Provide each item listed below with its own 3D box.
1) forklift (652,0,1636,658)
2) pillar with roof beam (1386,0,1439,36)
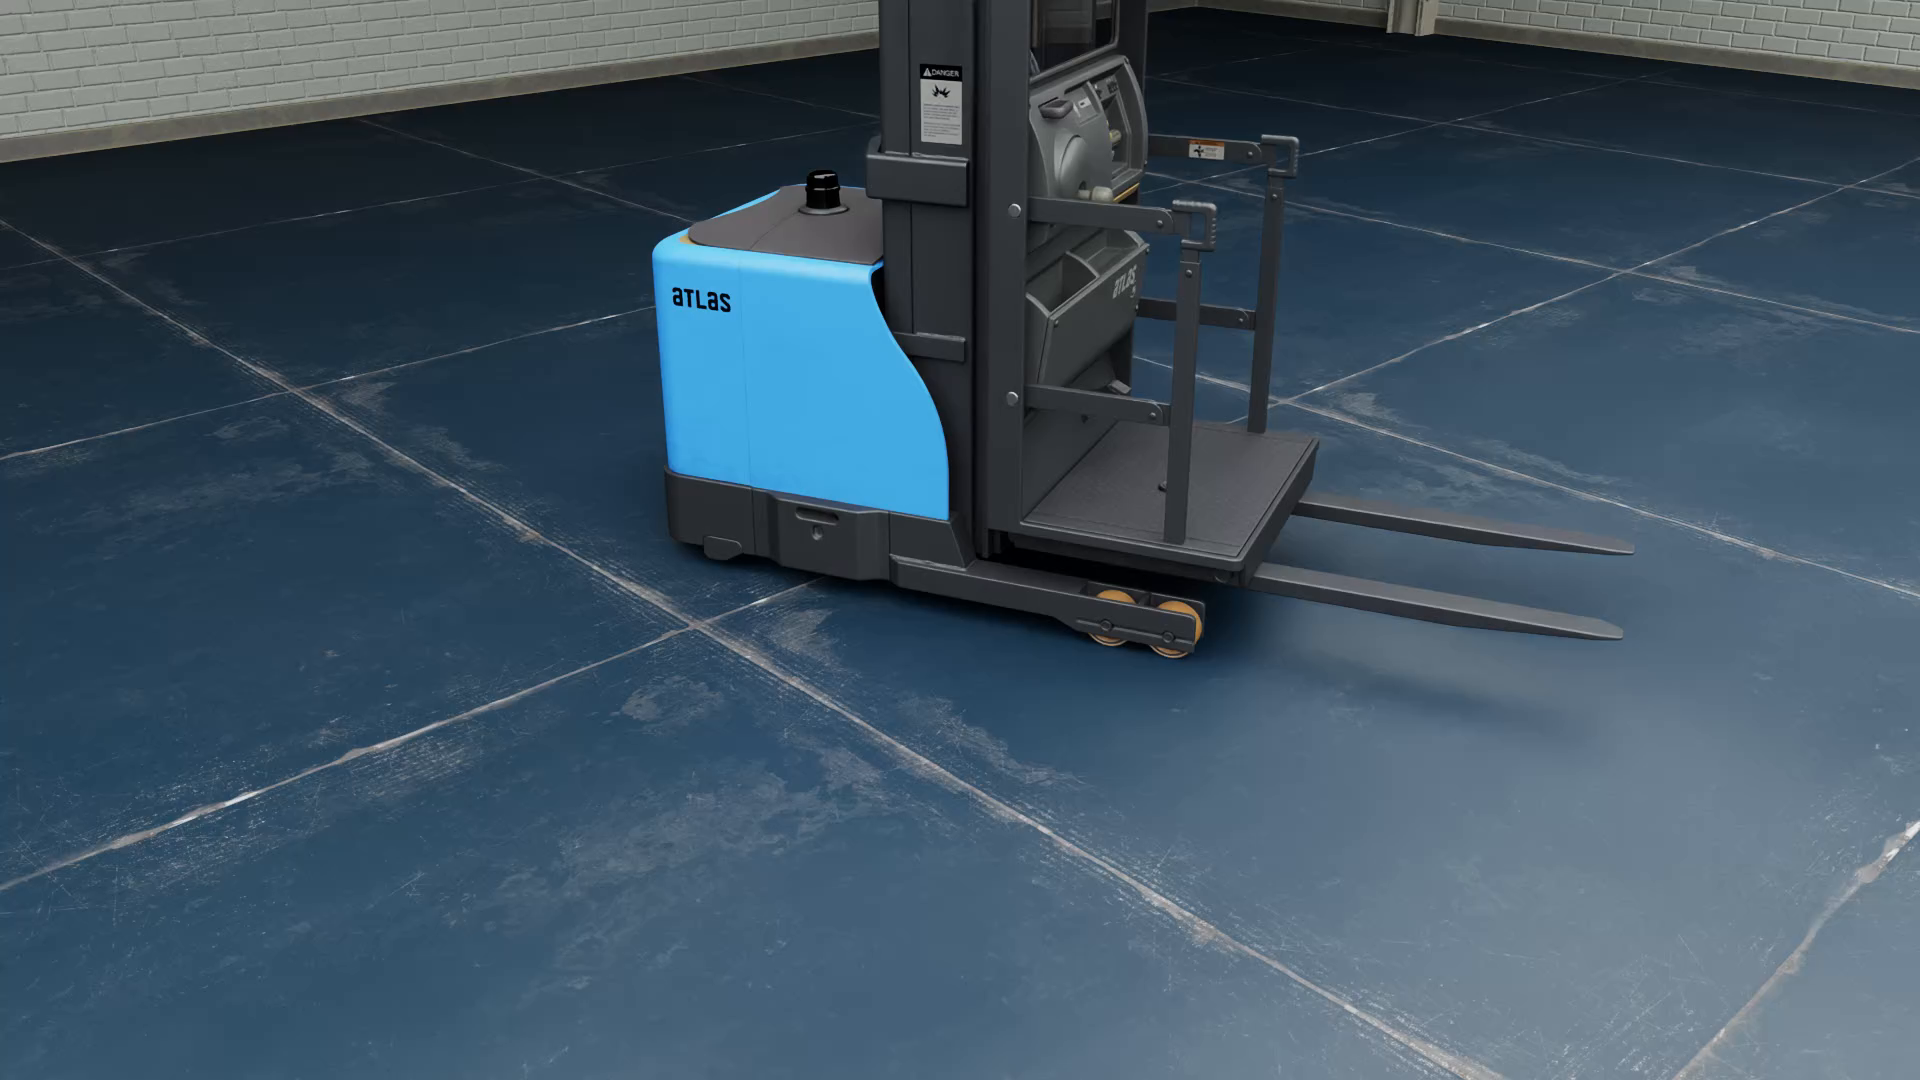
[{"bbox_3d":[0.577,-1.231,4.917,3.031,2.935,1.130,10,26,21],"label":"forklift"},{"bbox_3d":[1.558,-8.163,12.802,9.100,9.000,0.400,-21,32,-38],"label":"pillar with roof beam"}]
